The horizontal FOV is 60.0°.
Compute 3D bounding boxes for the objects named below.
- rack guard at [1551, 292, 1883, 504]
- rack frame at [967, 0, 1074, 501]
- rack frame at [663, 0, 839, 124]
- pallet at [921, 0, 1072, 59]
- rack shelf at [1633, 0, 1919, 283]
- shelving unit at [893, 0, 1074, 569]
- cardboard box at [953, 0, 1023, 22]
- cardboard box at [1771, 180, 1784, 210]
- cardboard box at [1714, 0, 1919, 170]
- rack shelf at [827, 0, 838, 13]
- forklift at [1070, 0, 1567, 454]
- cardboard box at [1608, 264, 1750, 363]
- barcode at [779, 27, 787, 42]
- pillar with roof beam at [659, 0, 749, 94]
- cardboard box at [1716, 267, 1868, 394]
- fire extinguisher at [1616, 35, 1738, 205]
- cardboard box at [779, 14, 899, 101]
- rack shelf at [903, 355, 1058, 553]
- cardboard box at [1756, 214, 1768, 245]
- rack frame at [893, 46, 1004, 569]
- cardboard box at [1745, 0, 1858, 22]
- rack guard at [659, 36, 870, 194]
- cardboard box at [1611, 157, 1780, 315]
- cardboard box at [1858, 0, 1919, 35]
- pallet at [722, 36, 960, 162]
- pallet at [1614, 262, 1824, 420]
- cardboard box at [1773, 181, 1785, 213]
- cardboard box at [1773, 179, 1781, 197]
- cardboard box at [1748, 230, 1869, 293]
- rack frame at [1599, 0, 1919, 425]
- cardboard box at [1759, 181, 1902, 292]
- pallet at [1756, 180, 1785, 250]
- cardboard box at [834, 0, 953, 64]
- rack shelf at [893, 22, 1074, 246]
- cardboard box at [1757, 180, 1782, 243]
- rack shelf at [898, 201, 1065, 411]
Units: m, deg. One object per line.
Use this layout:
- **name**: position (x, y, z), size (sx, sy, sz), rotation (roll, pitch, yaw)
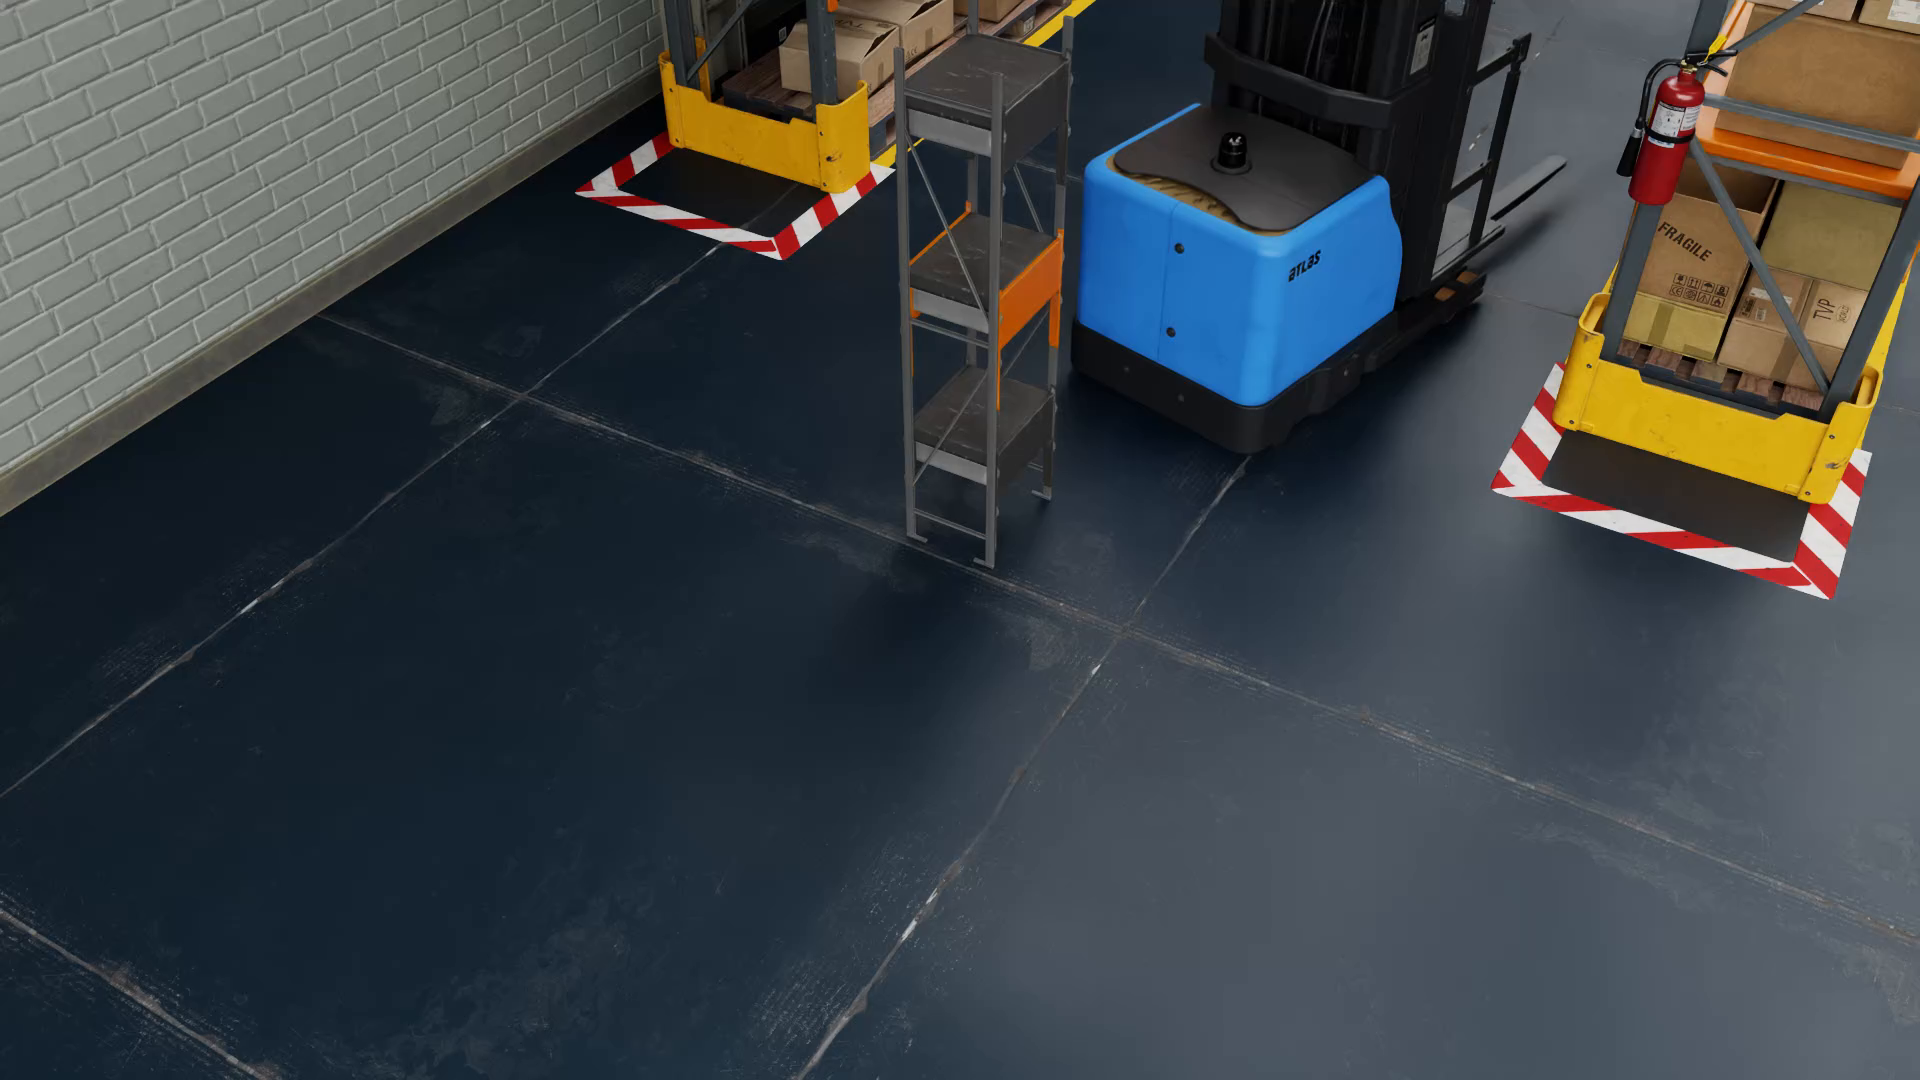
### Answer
- **rack guard**: position (3.186, -0.612, 7.066), size (1.175, 0.500, 0.348), rotation (21, 45, 22)
- **rack frame**: position (0.205, -1.022, 6.322), size (0.400, 2.100, 0.015), rotation (21, 45, 22)
- **rack frame**: position (-1.092, -3.200, 8.114), size (1.000, 3.000, 0.127), rotation (21, 45, 22)
- **pallet**: position (-0.006, -3.345, 10.389), size (1.003, 0.211, 1.213), rotation (21, 45, 22)
- **rack shelf**: position (4.199, -2.438, 7.793), size (1.077, 0.370, 4.000), rotation (21, 45, 22)
- **shelving unit**: position (0.083, -0.883, 6.164), size (0.431, 2.100, 0.503), rotation (21, 45, 22)
- **cardboard box**: position (0.028, -3.522, 10.038), size (0.700, 0.500, 0.500), rotation (18, 45, 19)
- **cardboard box**: position (3.951, -1.956, 8.464), size (0.500, 0.250, 0.500), rotation (21, 45, 22)
- **cardboard box**: position (3.443, -1.864, 6.521), size (0.700, 0.500, 0.500), rotation (21, 45, 22)
- **rack shelf**: position (-0.091, -4.074, 9.651), size (1.077, 0.370, 4.000), rotation (21, 45, 22)
- **forklift**: position (1.882, -2.346, 7.196), size (1.130, 2.935, 3.031), rotation (32, 51, 31)
- **cardboard box**: position (3.211, -1.094, 7.485), size (0.500, 0.250, 0.500), rotation (21, 45, 22)
- **barcode**: position (-1.005, -2.868, 9.432), size (0.001, 0.075, 0.075), rotation (21, 45, 22)
- **pillar with roof beam**: position (2.236, -4.714, 5.294), size (9.100, 9.000, 0.400), rotation (21, 45, 22)
- **cardboard box**: position (3.659, -0.922, 7.291), size (0.500, 0.250, 0.500), rotation (21, 45, 22)
- **fire extinguisher**: position (2.737, -1.620, 6.379), size (0.296, 0.674, 0.183), rotation (21, 45, 22)
- **cardboard box**: position (-0.668, -2.722, 9.273), size (0.500, 0.311, 0.500), rotation (16, 44, 17)
- **rack shelf**: position (0.083, -0.347, 6.635), size (0.431, 0.518, 0.480), rotation (21, 45, 22)
- **cardboard box**: position (3.451, -1.384, 7.814), size (0.500, 0.250, 0.500), rotation (21, 45, 22)
- **rack frame**: position (-0.039, -0.743, 6.005), size (0.400, 2.100, 0.015), rotation (21, 45, 22)
- **cardboard box**: position (3.225, -2.126, 6.328), size (0.380, 0.149, 0.250), rotation (20, 45, 21)
- **rack guard**: position (-1.054, -2.305, 8.989), size (1.175, 0.500, 0.348), rotation (21, 45, 22)
- **cardboard box**: position (3.209, -1.376, 7.238), size (0.500, 0.500, 0.500), rotation (21, 45, 22)
- **cardboard box**: position (3.581, -1.998, 6.182), size (0.380, 0.149, 0.250), rotation (21, 45, 22)
- **pallet**: position (-0.617, -2.650, 9.599), size (1.003, 0.211, 1.213), rotation (21, 45, 22)
- **pallet**: position (3.545, -0.968, 7.690), size (1.003, 0.211, 1.213), rotation (21, 45, 22)
- **cardboard box**: position (4.147, -1.781, 7.698), size (0.500, 0.500, 0.500), rotation (21, 45, 22)
- **cardboard box**: position (3.697, -1.953, 7.893), size (0.500, 0.500, 0.500), rotation (21, 45, 22)
- **cardboard box**: position (3.906, -1.210, 7.617), size (0.500, 0.250, 0.500), rotation (21, 45, 22)
- **rack frame**: position (3.198, -1.563, 6.256), size (1.000, 3.000, 0.127), rotation (21, 45, 22)
- **cardboard box**: position (3.908, -1.491, 7.368), size (0.500, 0.500, 0.500), rotation (21, 45, 22)
- **pallet**: position (4.156, -1.664, 8.479), size (1.003, 0.211, 1.213), rotation (21, 45, 22)
- **cardboard box**: position (-0.383, -3.048, 9.643), size (0.500, 0.311, 0.500), rotation (25, 47, 25)
- **rack shelf**: position (0.083, -1.398, 5.710), size (0.431, 0.518, 0.480), rotation (21, 45, 22)
- **cardboard box**: position (3.699, -1.670, 8.140), size (0.500, 0.250, 0.500), rotation (21, 45, 22)
- **rack shelf**: position (0.083, -0.872, 6.173), size (0.431, 0.518, 0.480), rotation (21, 45, 22)
